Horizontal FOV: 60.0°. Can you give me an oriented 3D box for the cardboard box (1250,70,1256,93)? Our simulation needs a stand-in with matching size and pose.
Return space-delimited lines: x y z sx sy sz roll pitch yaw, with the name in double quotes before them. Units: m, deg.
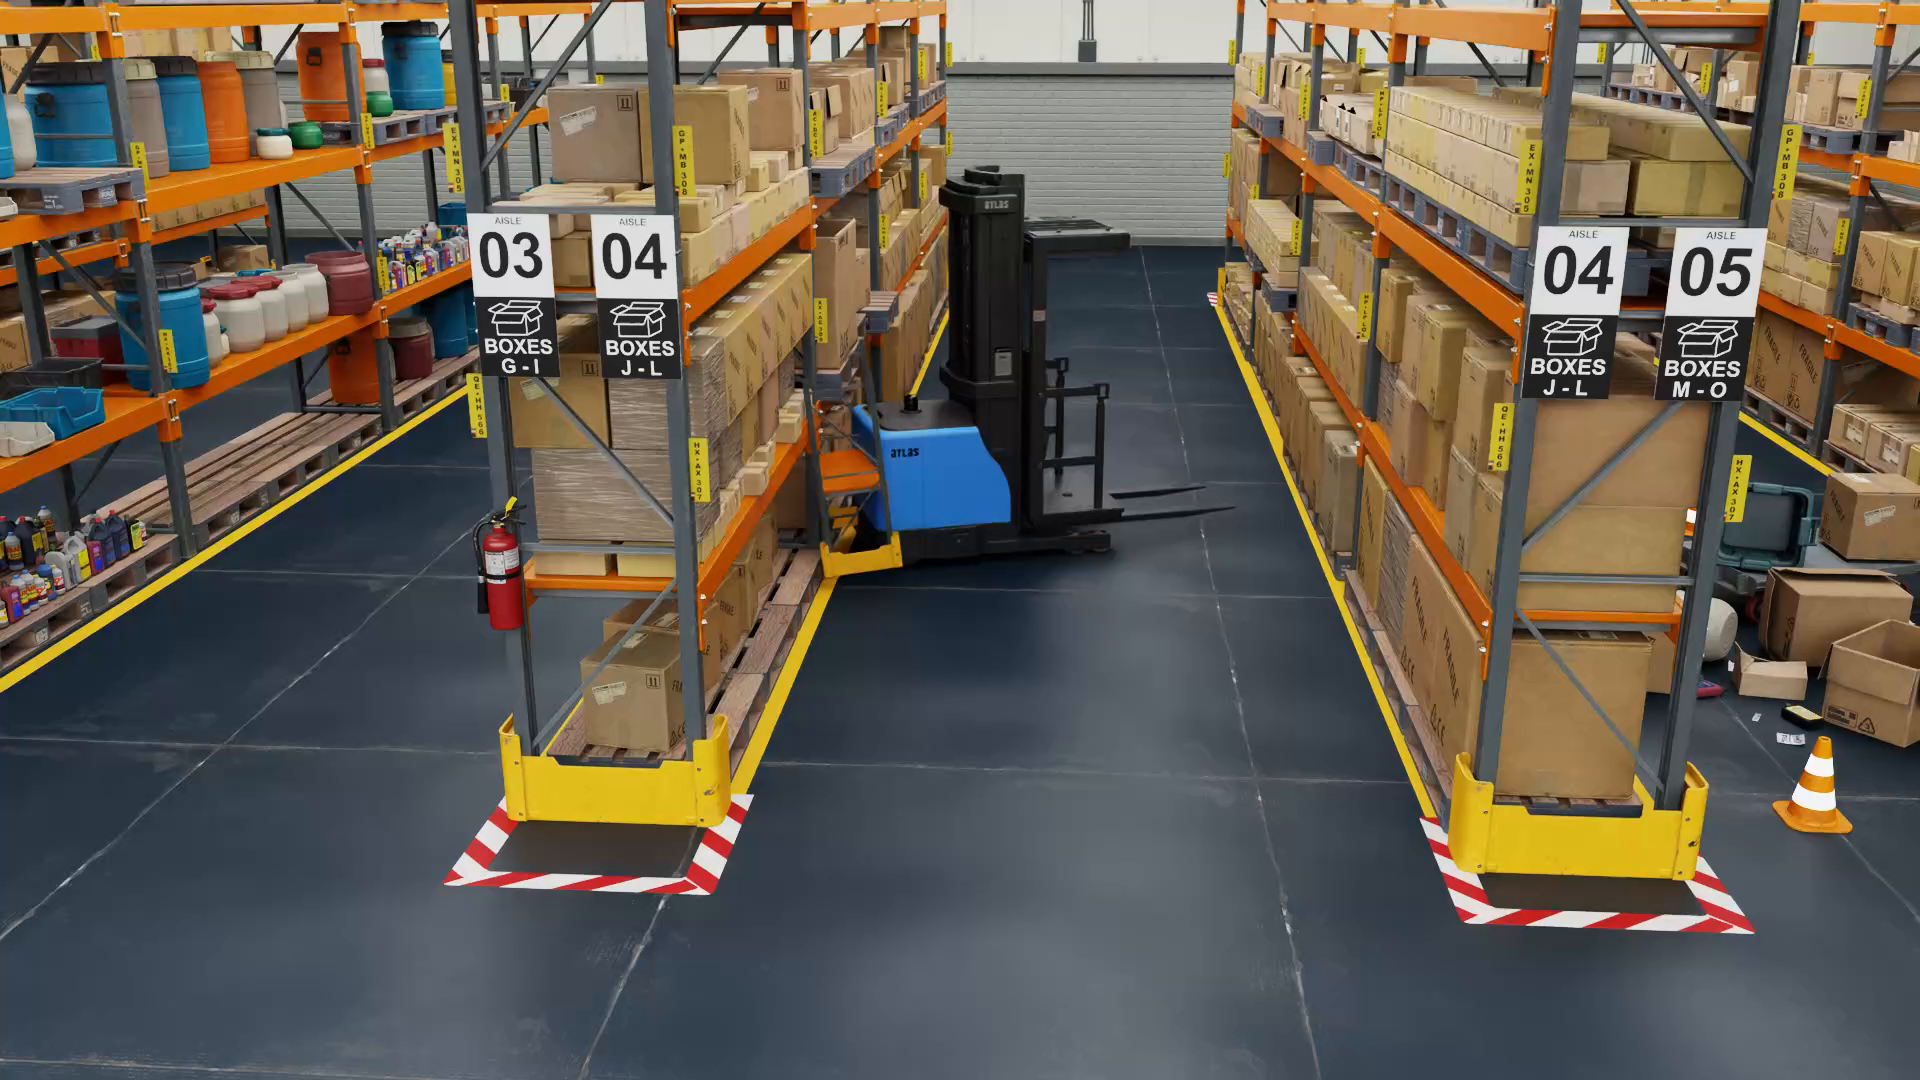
"cardboard box" 3.820 -5.598 20.310 0.500 0.250 0.500 2 18 6

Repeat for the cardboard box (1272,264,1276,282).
"cardboard box" 3.268 -2.612 16.306 0.380 0.149 0.250 1 18 4

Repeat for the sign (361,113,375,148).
"sign" -5.659 -3.909 15.888 0.100 0.325 0.005 1 18 4

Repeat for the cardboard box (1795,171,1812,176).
"cardboard box" 9.121 -3.833 18.536 0.500 0.500 0.500 2 18 6

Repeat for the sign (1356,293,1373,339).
"sign" 2.843 -1.571 11.667 0.100 0.325 0.005 1 18 4

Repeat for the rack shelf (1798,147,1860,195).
"rack shelf" 8.760 -3.917 16.897 1.077 0.370 4.000 1 18 4

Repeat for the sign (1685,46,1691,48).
"sign" 9.730 -6.489 22.297 0.100 0.325 0.005 1 18 4

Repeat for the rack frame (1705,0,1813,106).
"rack frame" 8.903 -6.305 18.214 1.000 3.000 0.127 1 18 4

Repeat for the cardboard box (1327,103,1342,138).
"cardboard box" 3.364 -3.517 13.928 0.500 0.250 0.500 2 18 5

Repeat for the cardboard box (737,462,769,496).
"cardboard box" -1.379 -0.376 10.157 0.380 0.149 0.250 1 18 4

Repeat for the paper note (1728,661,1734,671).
"paper note" 5.113 0.828 10.859 0.172 0.023 0.155 8 20 23

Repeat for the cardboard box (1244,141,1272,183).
"cardboard box" 3.805 -4.669 20.610 0.500 0.500 0.500 2 18 5

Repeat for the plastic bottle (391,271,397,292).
"plastic bottle" -5.812 -2.642 16.989 0.097 0.201 0.097 0 18 0

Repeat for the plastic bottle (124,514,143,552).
"plastic bottle" -6.201 -0.063 12.454 0.061 0.283 0.133 2 18 7

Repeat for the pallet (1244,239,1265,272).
"pallet" 3.759 -3.208 18.705 1.003 0.211 1.213 1 18 4

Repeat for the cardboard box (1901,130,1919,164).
"cardboard box" 8.406 -3.400 14.382 0.396 0.266 0.258 1 18 4

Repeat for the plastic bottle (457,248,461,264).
"plastic bottle" -5.681 -3.214 18.732 0.097 0.201 0.097 0 18 0

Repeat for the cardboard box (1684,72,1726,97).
"cardboard box" 8.630 -5.269 19.248 0.396 0.266 0.258 2 18 6

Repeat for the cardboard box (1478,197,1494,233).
"cardboard box" 2.821 -1.629 8.327 0.380 0.149 0.250 2 18 5

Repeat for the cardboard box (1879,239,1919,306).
"cardboard box" 8.323 -2.304 14.324 0.500 0.500 0.500 2 18 7

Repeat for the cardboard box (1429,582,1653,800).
"cardboard box" 3.081 0.791 8.928 0.875 0.875 0.875 1 18 4

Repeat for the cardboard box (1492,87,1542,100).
"cardboard box" 3.677 -2.860 10.805 0.380 0.149 0.250 1 18 3

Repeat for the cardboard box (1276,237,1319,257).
"cardboard box" 3.250 -2.817 15.975 0.380 0.149 0.250 1 18 2

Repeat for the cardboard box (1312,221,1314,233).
"cardboard box" 4.088 -3.468 18.442 0.380 0.149 0.250 2 18 6

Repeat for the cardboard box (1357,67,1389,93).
"cardboard box" 4.013 -4.408 15.850 0.396 0.266 0.258 1 18 4

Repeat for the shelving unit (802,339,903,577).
"shelving unit" -0.850 -0.642 12.549 0.587 1.500 1.083 -8 20 -4

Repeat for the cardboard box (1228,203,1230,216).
"cardboard box" 3.895 -4.563 22.935 0.380 0.149 0.250 1 18 3

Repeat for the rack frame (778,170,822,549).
"rack frame" -1.555 -1.191 12.241 1.000 3.000 0.127 1 18 4

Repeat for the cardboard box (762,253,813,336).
"cardboard box" -1.313 -1.709 11.578 0.500 0.500 0.500 1 18 4

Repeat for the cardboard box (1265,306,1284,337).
"cardboard box" 3.565 -2.354 17.926 0.500 0.250 0.500 2 18 6

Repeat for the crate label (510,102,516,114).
"crate label" -5.598 -5.232 20.179 0.293 0.136 0.466 1 18 4

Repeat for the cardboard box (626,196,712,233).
"cardboard box" -1.476 -1.651 8.428 0.380 0.149 0.250 2 18 5

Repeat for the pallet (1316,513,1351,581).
"pallet" 3.365 0.035 12.978 1.003 0.211 1.213 1 18 4

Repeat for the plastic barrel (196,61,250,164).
"plastic barrel" -6.531 -3.720 14.452 0.600 0.830 0.708 1 18 4

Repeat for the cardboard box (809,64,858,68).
"cardboard box" -1.322 -4.567 16.891 0.500 0.500 0.500 2 18 7

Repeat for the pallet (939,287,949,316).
"pallet" -0.674 -3.343 23.286 1.003 0.211 1.213 1 18 4

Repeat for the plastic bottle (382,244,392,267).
"plastic bottle" -6.324 -3.131 18.368 0.097 0.271 0.097 0 18 0

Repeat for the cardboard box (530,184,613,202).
"cardboard box" -2.093 -1.830 8.973 0.380 0.149 0.250 1 18 4

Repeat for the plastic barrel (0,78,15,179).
"plastic barrel" -6.673 -2.858 11.031 0.600 0.901 0.708 1 18 4

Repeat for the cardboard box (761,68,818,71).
"cardboard box" -1.559 -4.004 15.043 0.500 0.500 0.500 1 18 4

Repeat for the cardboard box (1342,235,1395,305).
"cardboard box" 3.524 -2.199 13.552 0.700 0.500 0.500 1 18 3

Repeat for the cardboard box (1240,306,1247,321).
"cardboard box" 3.673 -2.793 20.555 0.380 0.149 0.250 1 18 2

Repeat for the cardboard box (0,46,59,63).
"cardboard box" -10.972 -5.463 19.466 0.600 0.600 0.600 0 18 -1

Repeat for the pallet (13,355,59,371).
"pallet" -10.968 -1.939 19.003 1.003 0.211 1.213 1 18 4

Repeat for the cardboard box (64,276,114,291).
"cardboard box" -11.104 -3.102 21.382 0.500 0.500 0.500 1 18 4

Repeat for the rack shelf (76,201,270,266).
"rack shelf" -10.719 -4.177 22.509 1.077 0.370 4.000 1 18 4

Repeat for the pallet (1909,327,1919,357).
"pallet" 8.515 -1.505 13.508 1.003 0.211 1.213 1 18 4

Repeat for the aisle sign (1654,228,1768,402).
"aisle sign" 3.392 -1.013 7.523 0.394 0.787 0.004 1 18 4

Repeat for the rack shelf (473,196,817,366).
"rack shelf" -1.698 -1.653 9.990 1.077 0.370 4.000 1 18 4

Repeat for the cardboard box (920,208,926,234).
"cardboard box" -0.687 -3.886 20.228 0.500 0.250 0.500 1 18 3

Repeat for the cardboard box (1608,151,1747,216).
"cardboard box" 3.389 -1.693 7.884 0.500 0.250 0.500 1 18 4

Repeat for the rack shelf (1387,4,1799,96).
"rack shelf" 3.242 -2.747 9.151 1.077 0.370 4.000 1 18 4

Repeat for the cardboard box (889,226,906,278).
"cardboard box" -0.856 -3.100 17.907 0.500 0.500 0.500 1 18 4

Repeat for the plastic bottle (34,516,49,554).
"plastic bottle" -6.845 -0.027 12.345 0.061 0.283 0.133 1 18 4

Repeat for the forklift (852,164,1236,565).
"forklift" 0.699 -1.431 13.083 3.031 2.935 1.130 -5 19 -14

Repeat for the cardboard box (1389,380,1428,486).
"cardboard box" 3.197 -0.669 10.406 0.875 0.550 0.550 1 18 4

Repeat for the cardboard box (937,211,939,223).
"cardboard box" -0.482 -4.283 22.080 0.380 0.149 0.250 1 18 4
